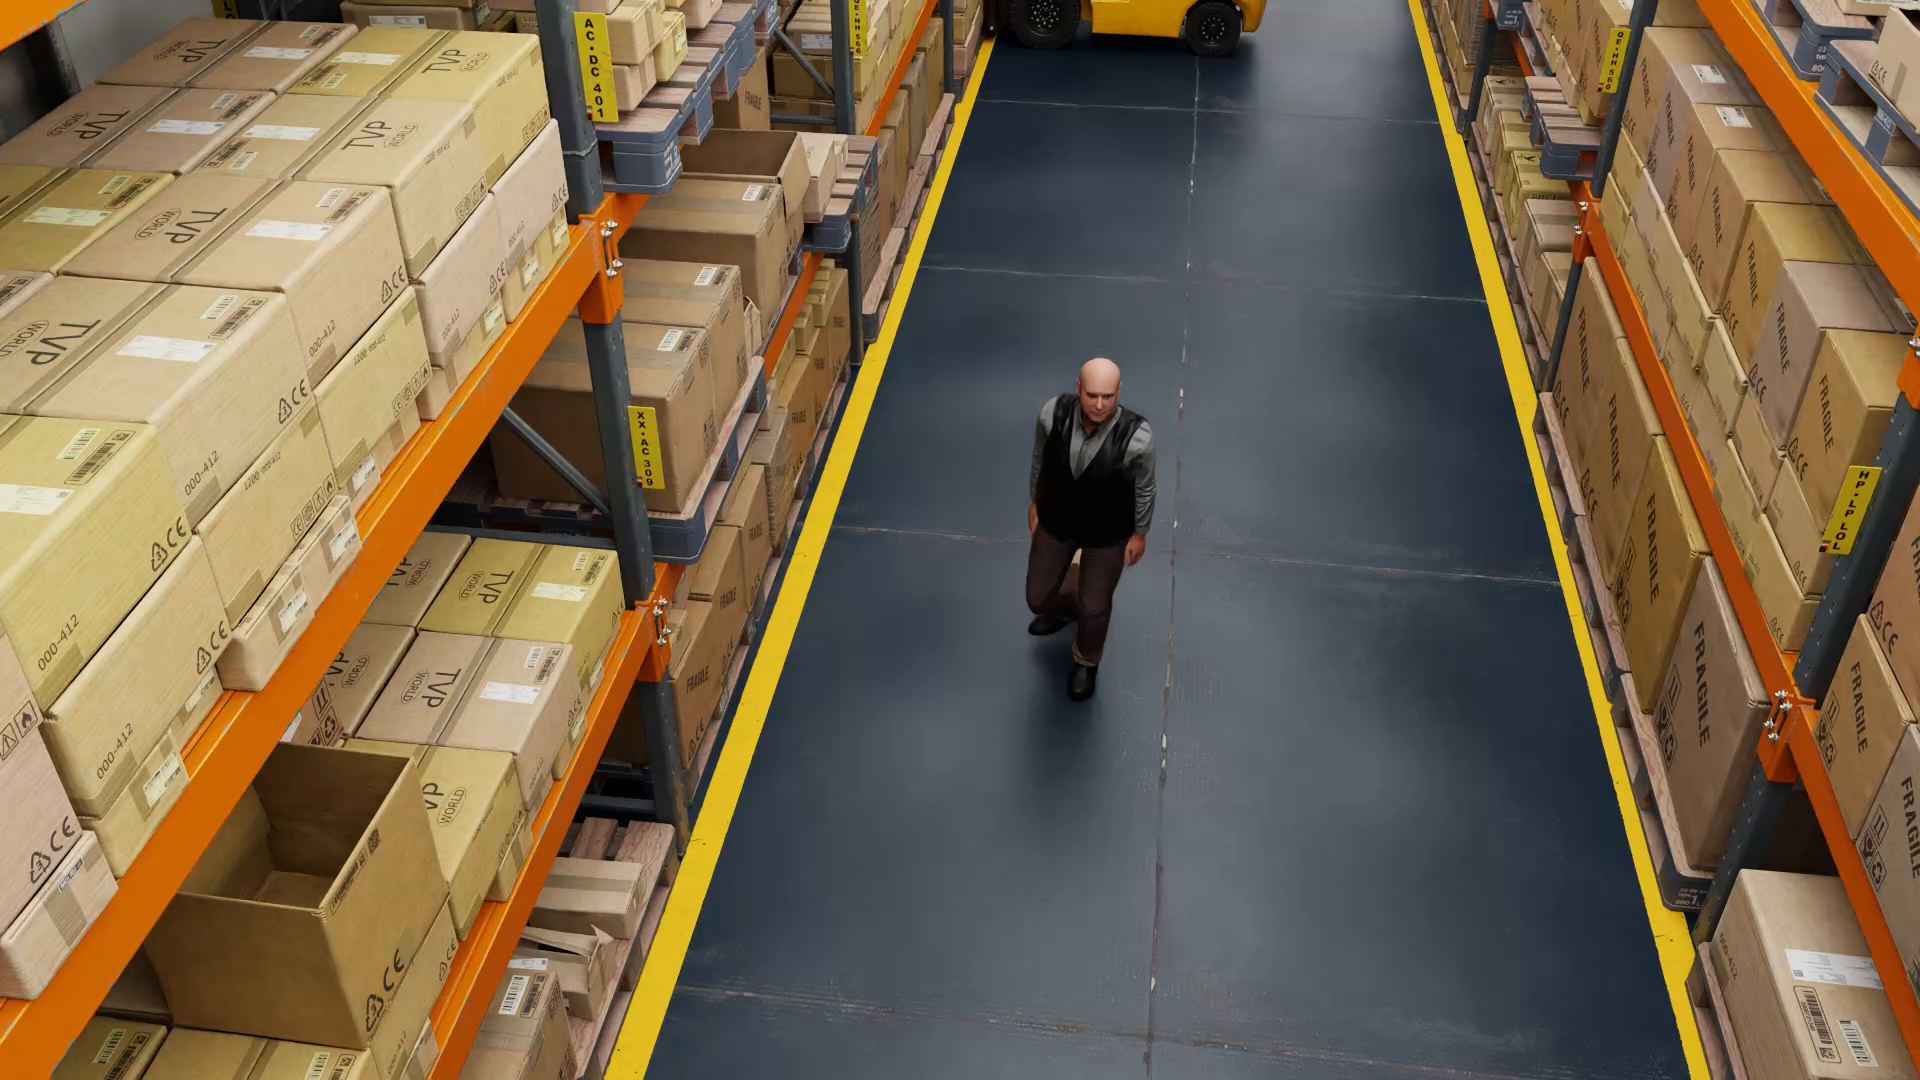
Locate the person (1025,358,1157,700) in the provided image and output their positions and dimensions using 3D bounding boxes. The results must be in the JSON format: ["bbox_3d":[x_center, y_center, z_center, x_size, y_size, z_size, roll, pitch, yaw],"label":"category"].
[{"bbox_3d":[0.562,-0.092,7.183,0.588,1.715,0.524,14,38,19],"label":"person"}]
